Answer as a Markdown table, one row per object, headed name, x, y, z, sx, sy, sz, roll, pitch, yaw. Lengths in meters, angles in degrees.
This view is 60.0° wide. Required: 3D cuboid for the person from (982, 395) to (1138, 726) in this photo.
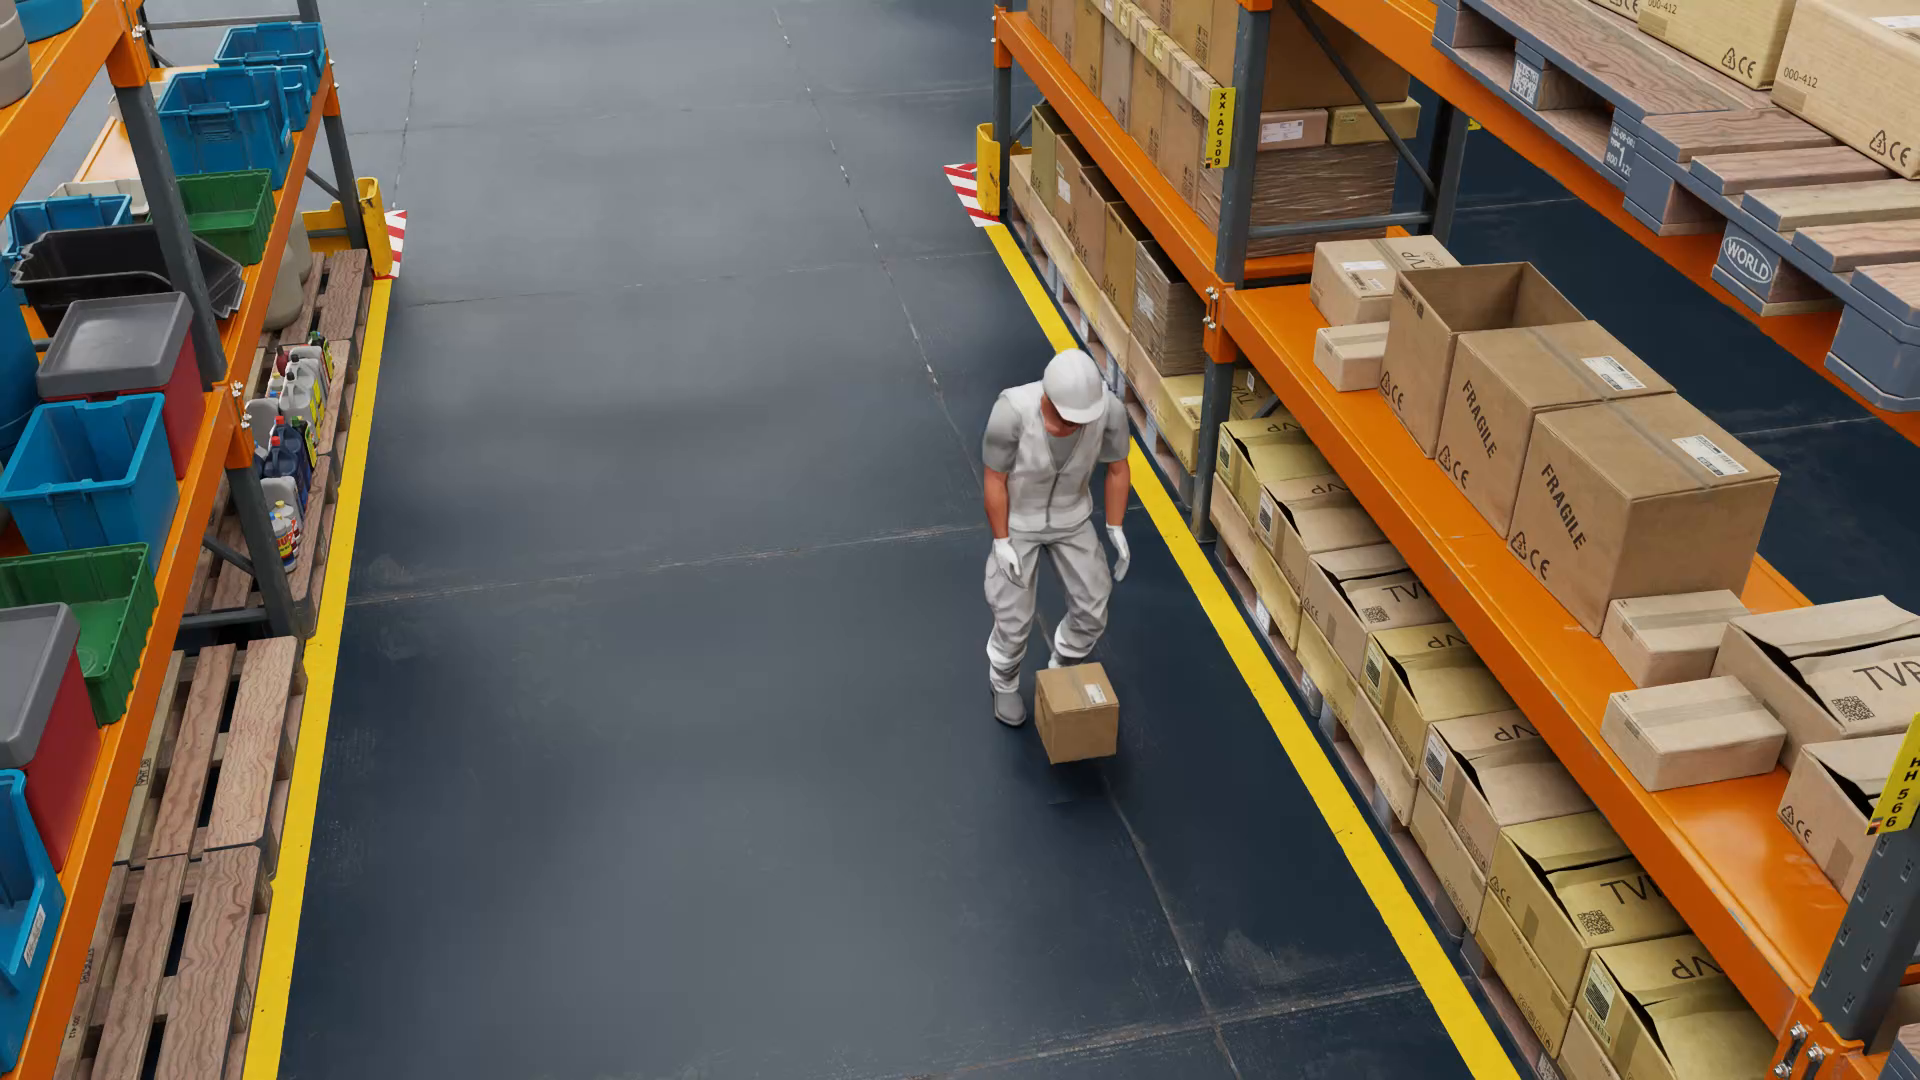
| name | x | y | z | sx | sy | sz | roll | pitch | yaw |
| --- | --- | --- | --- | --- | --- | --- | --- | --- | --- |
| person | 0.369 | 0.040 | 6.295 | 0.579 | 1.528 | 0.690 | -7 | 35 | -11 |
